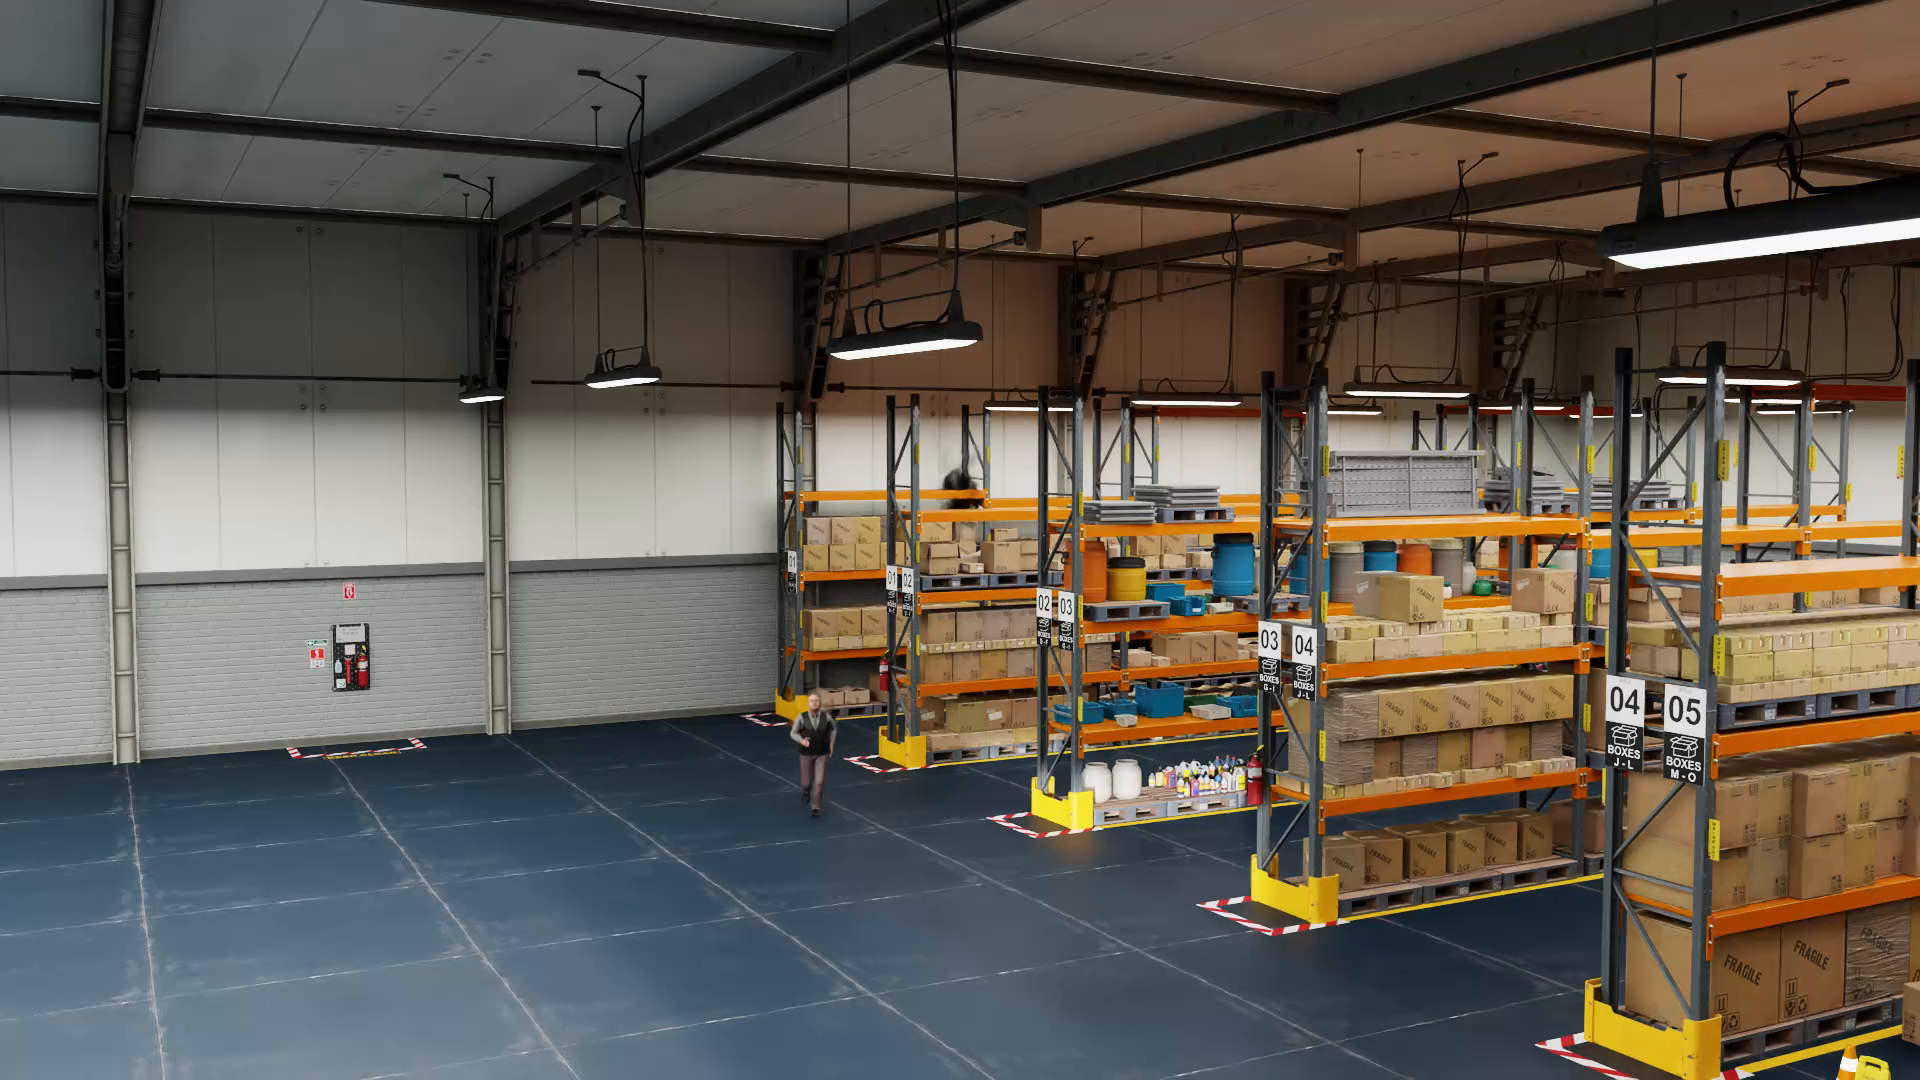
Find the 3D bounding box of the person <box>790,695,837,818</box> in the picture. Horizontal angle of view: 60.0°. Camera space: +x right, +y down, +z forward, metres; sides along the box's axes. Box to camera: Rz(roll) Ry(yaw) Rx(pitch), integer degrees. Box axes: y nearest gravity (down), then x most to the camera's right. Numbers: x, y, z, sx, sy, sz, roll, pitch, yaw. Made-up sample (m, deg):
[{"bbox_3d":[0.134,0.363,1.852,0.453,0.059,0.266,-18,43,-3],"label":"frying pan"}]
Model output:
[{"bbox_3d":[-2.040,3.000,23.275,0.667,1.687,0.725,-1,3,-10],"label":"person"}]
